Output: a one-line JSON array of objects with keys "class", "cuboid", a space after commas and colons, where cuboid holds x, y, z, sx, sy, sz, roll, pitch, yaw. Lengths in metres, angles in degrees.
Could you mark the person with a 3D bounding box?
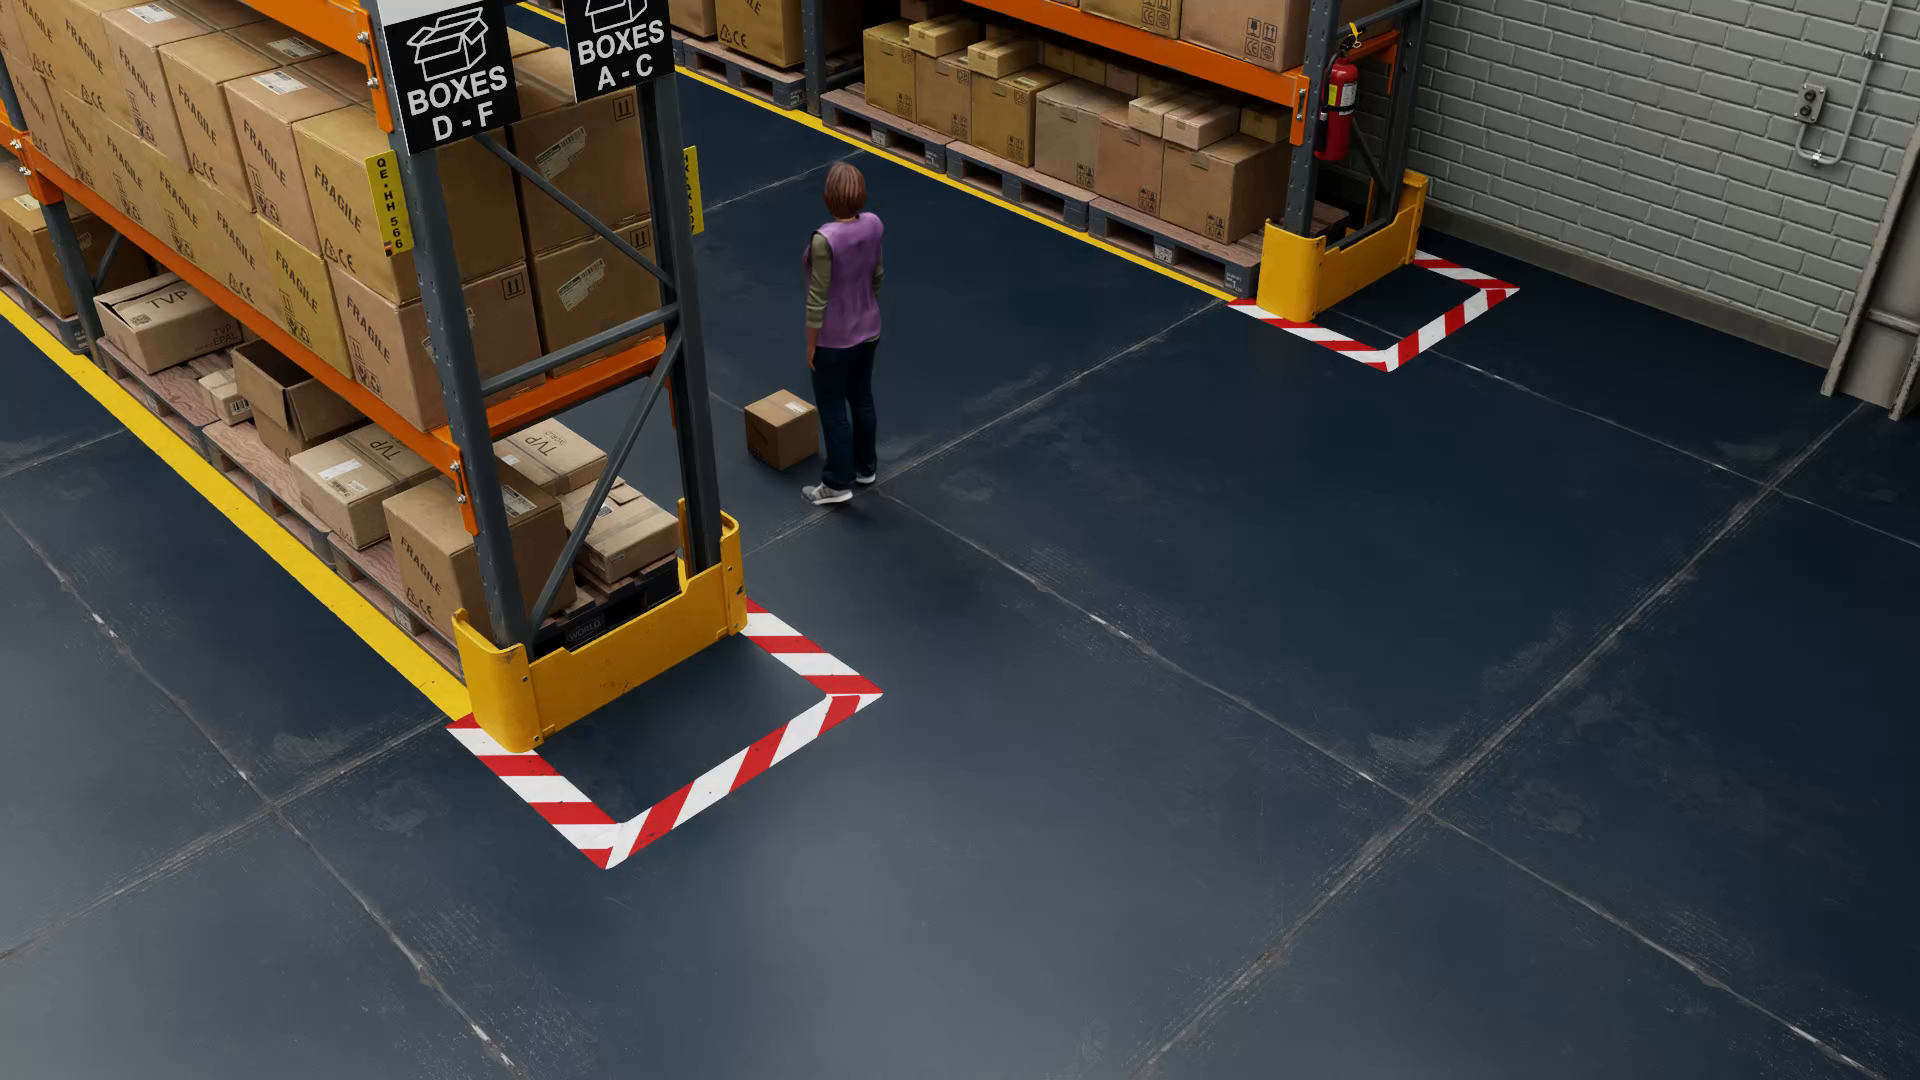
[{"class": "person", "cuboid": [-0.529, -0.905, 7.410, 0.348, 1.627, 0.447, 28, 44, 33]}]
